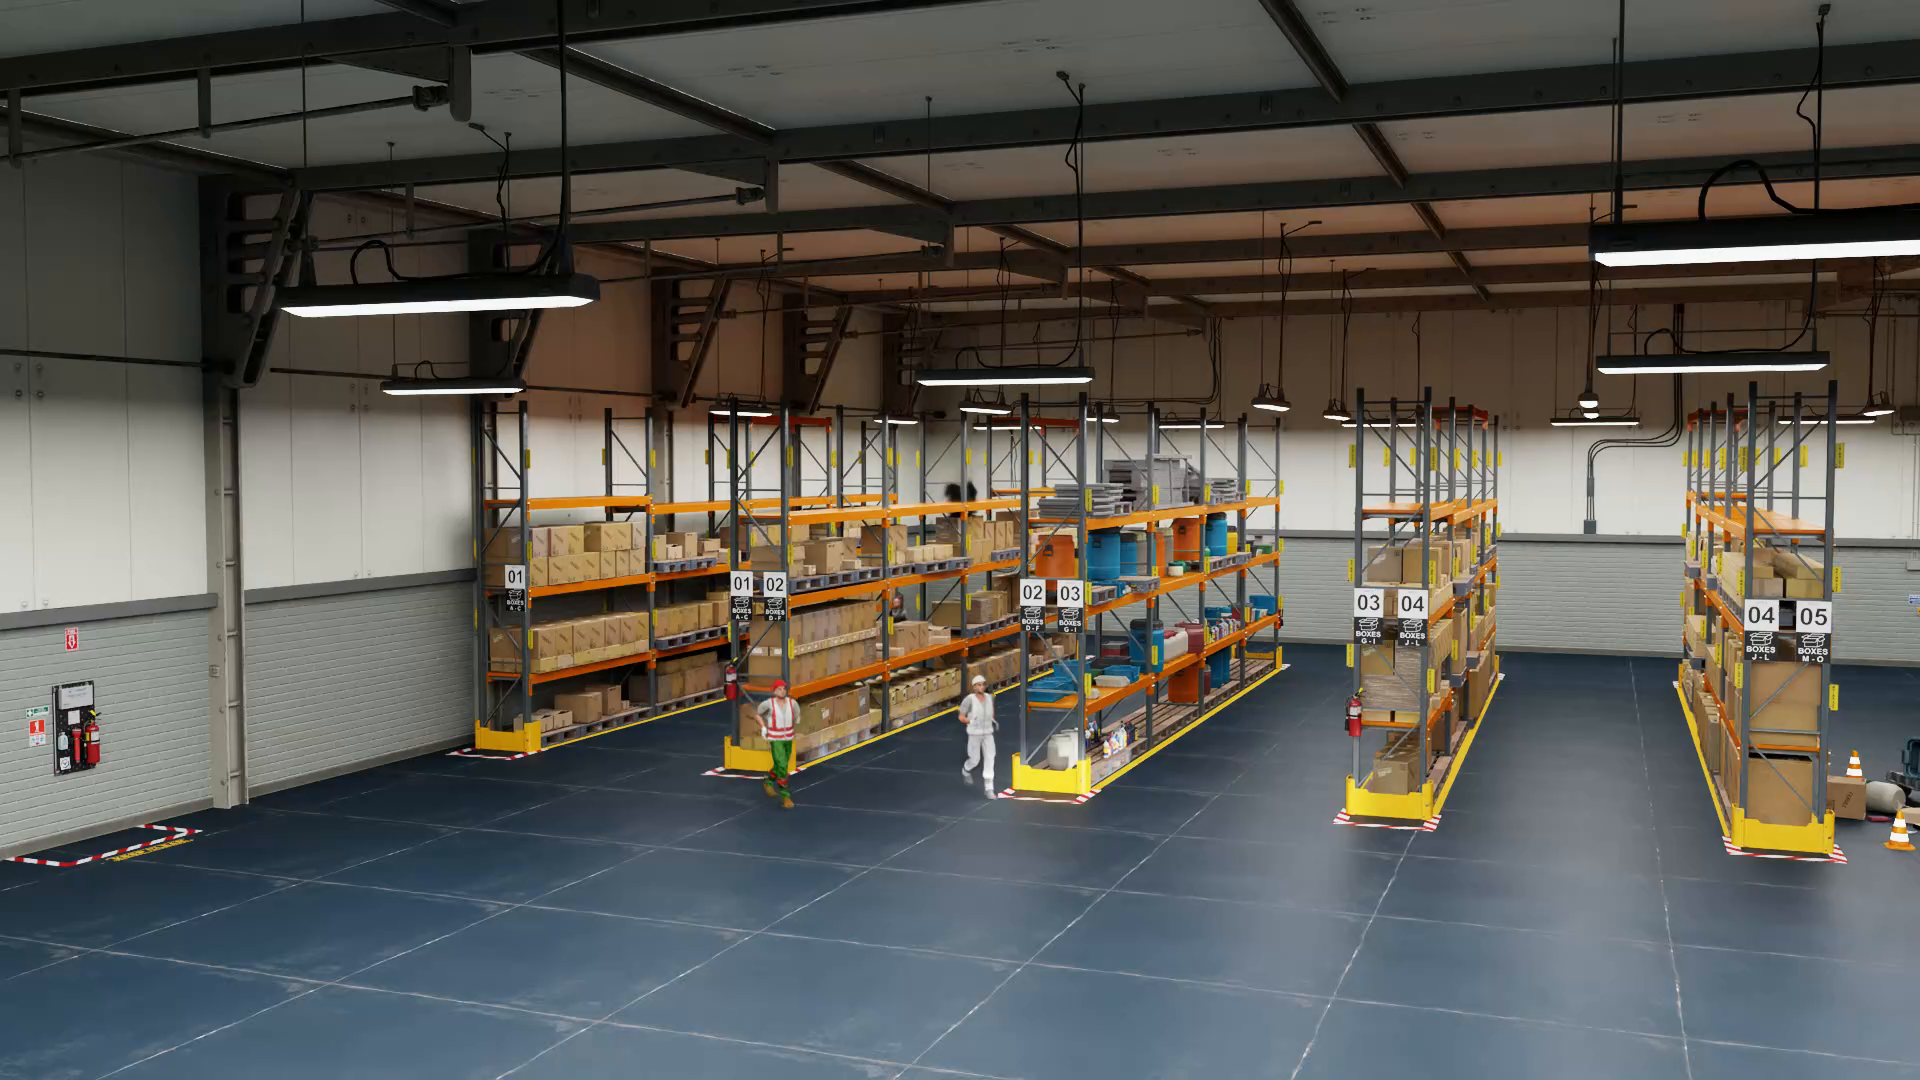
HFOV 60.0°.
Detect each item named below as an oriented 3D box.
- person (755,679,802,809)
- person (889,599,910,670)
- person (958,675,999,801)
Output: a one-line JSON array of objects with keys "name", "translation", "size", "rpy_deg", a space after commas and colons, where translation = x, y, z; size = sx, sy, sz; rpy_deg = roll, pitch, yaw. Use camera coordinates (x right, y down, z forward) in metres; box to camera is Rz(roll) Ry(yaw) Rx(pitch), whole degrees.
[{"name": "person", "translation": [-2.594, 2.924, 24.173], "size": [0.629, 1.817, 0.912], "rpy_deg": [-2, 3, -35]}, {"name": "person", "translation": [-1.531, 2.237, 39.575], "size": [0.691, 1.690, 0.783], "rpy_deg": [1, 3, 14]}, {"name": "person", "translation": [0.287, 2.899, 24.670], "size": [0.655, 1.793, 0.985], "rpy_deg": [-1, 3, -23]}]
